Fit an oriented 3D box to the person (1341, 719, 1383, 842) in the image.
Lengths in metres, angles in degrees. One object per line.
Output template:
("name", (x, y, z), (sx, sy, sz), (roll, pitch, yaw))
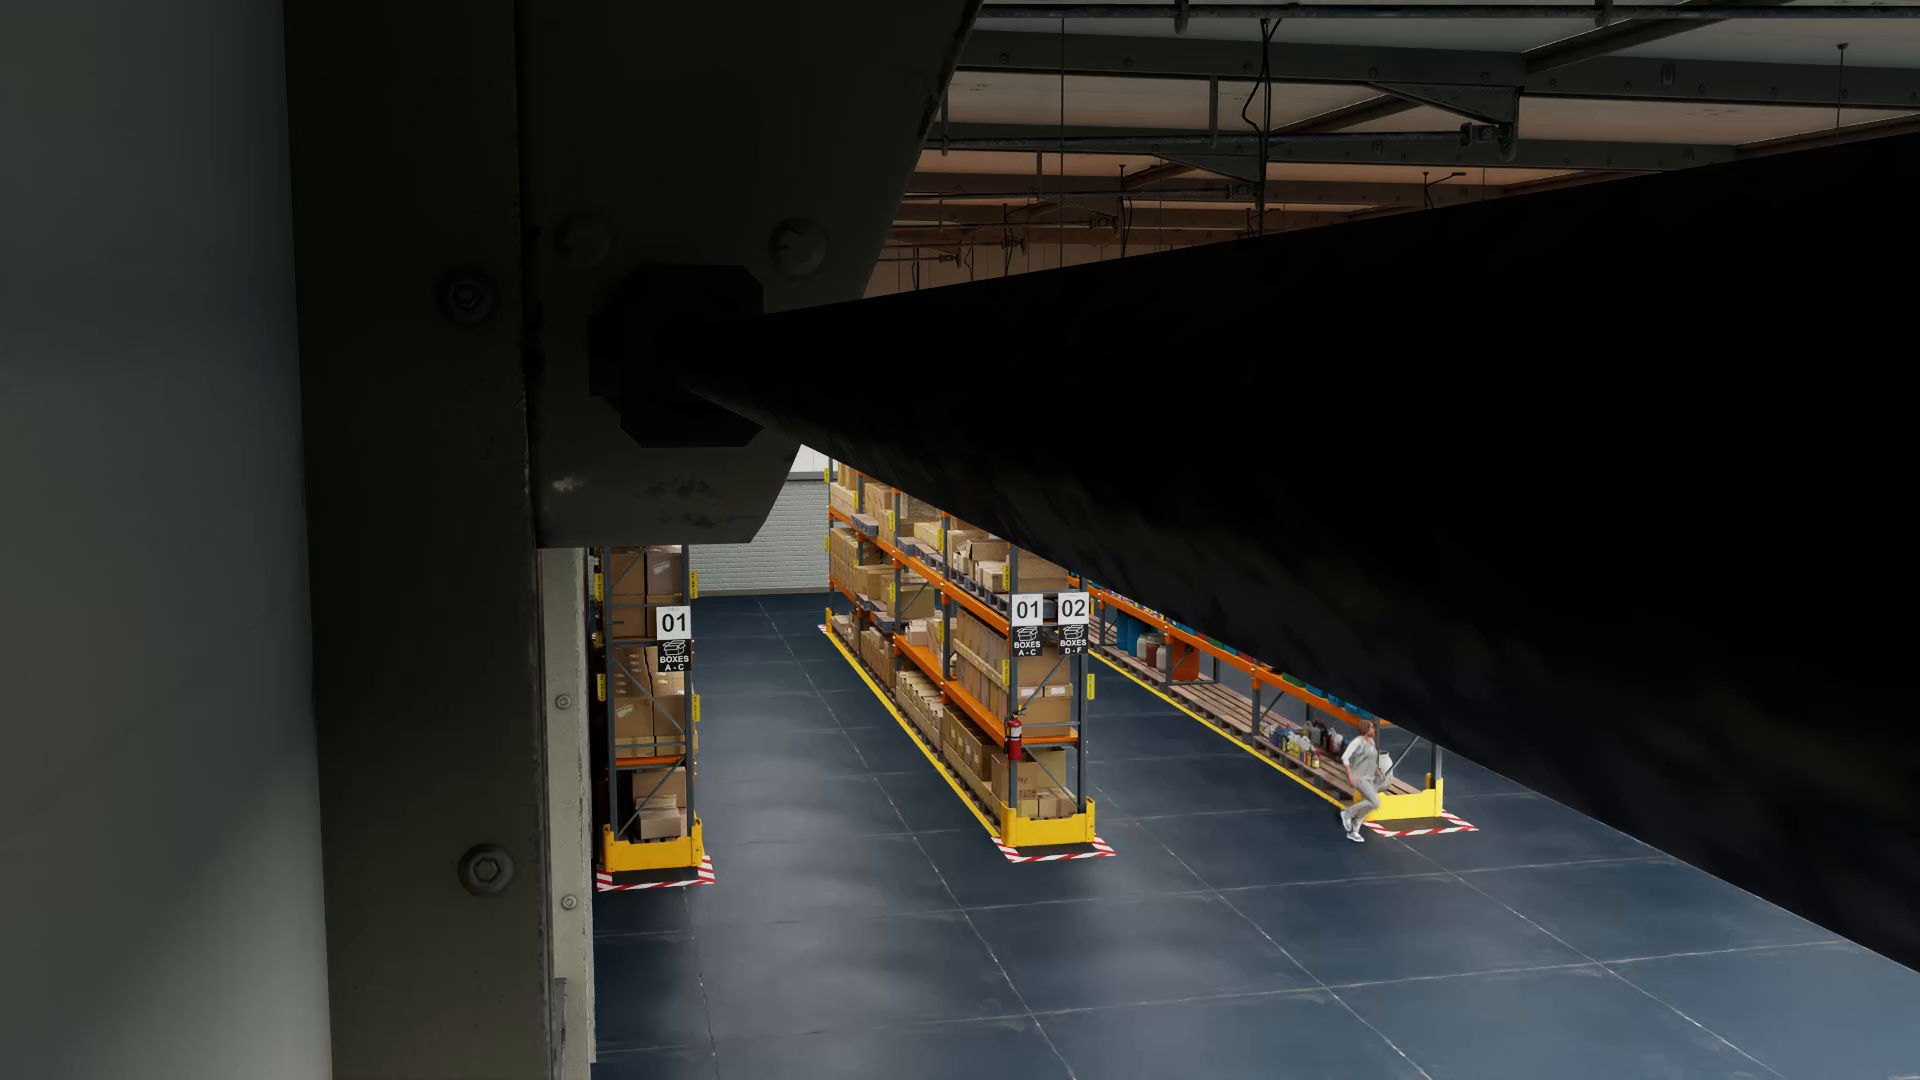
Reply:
("person", (5.187, 3.066, 21.236), (0.478, 1.511, 0.569), (6, 9, 41))
